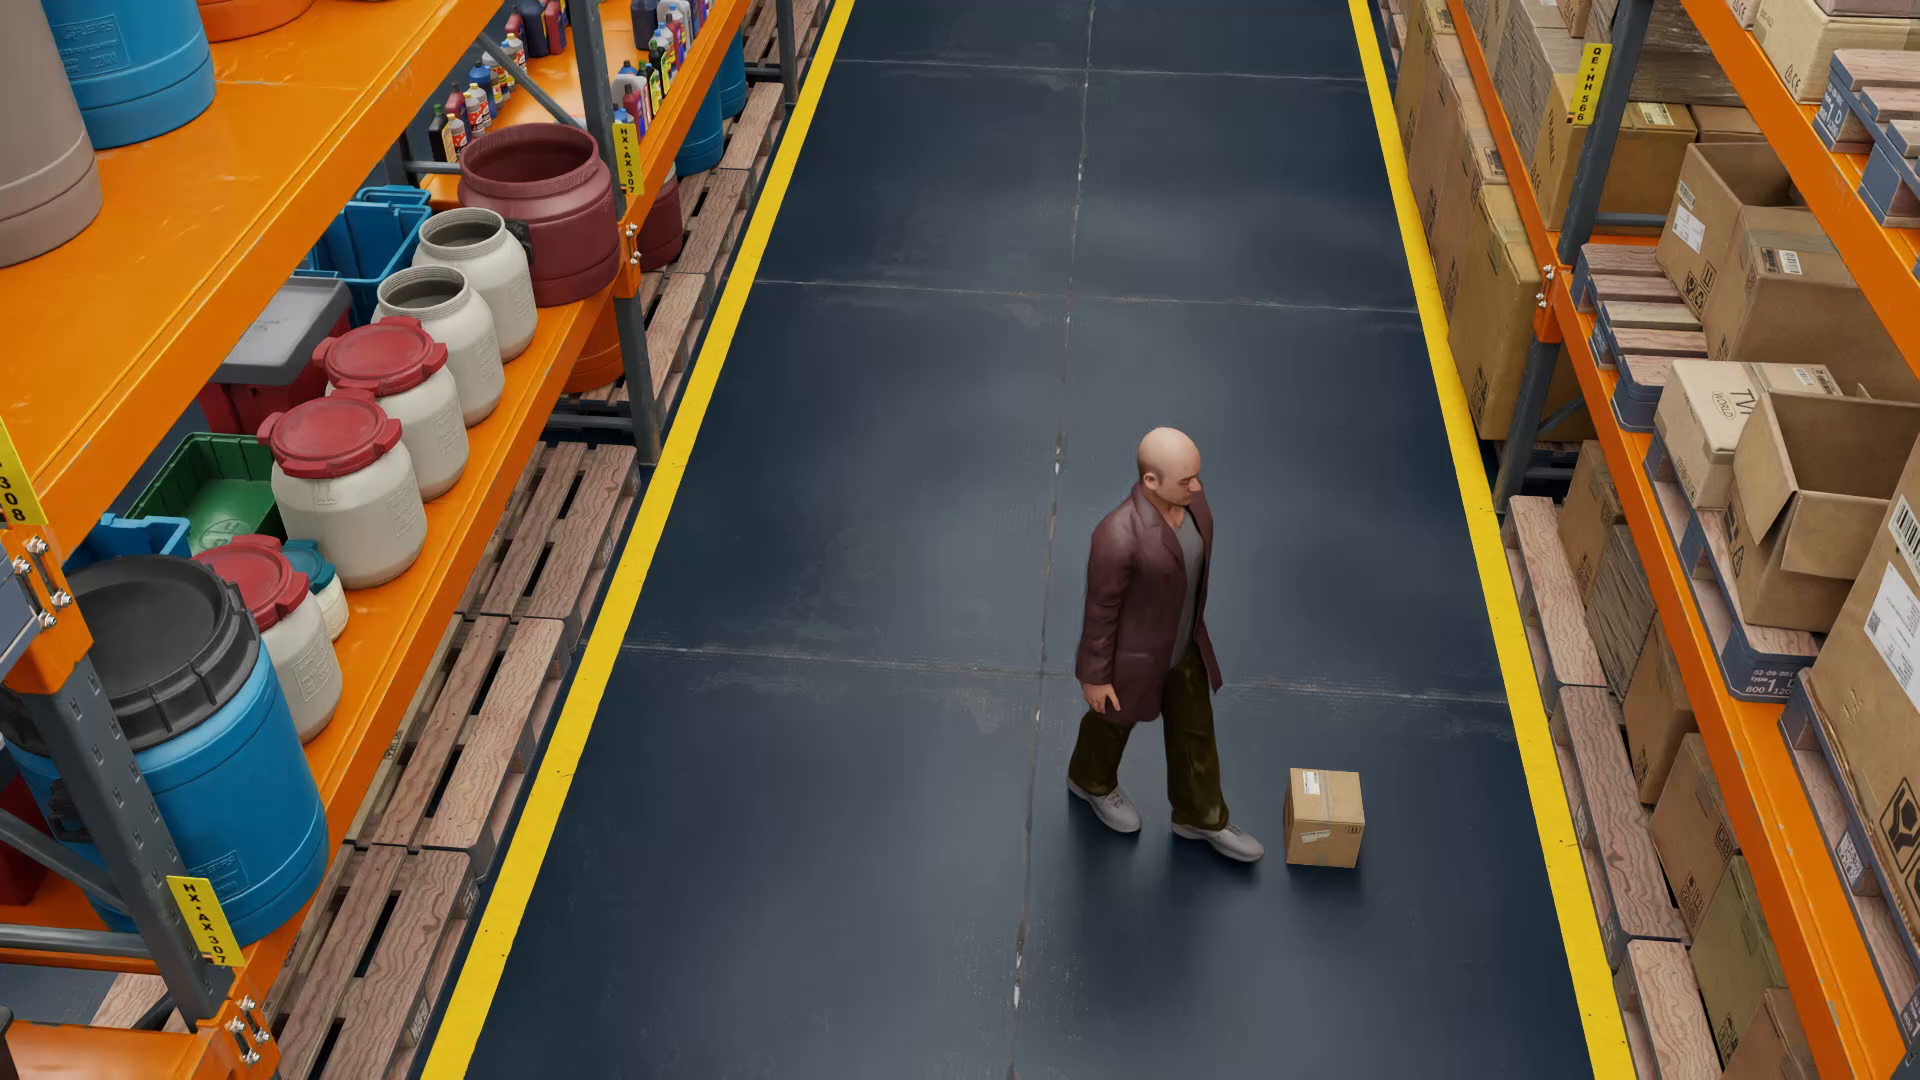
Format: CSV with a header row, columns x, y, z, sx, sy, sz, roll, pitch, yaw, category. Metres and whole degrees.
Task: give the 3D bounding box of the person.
x,y,z,sx,sy,sz,roll,pitch,yaw,category
0.727,0.403,5.662,0.797,1.767,0.625,32,49,32,person
